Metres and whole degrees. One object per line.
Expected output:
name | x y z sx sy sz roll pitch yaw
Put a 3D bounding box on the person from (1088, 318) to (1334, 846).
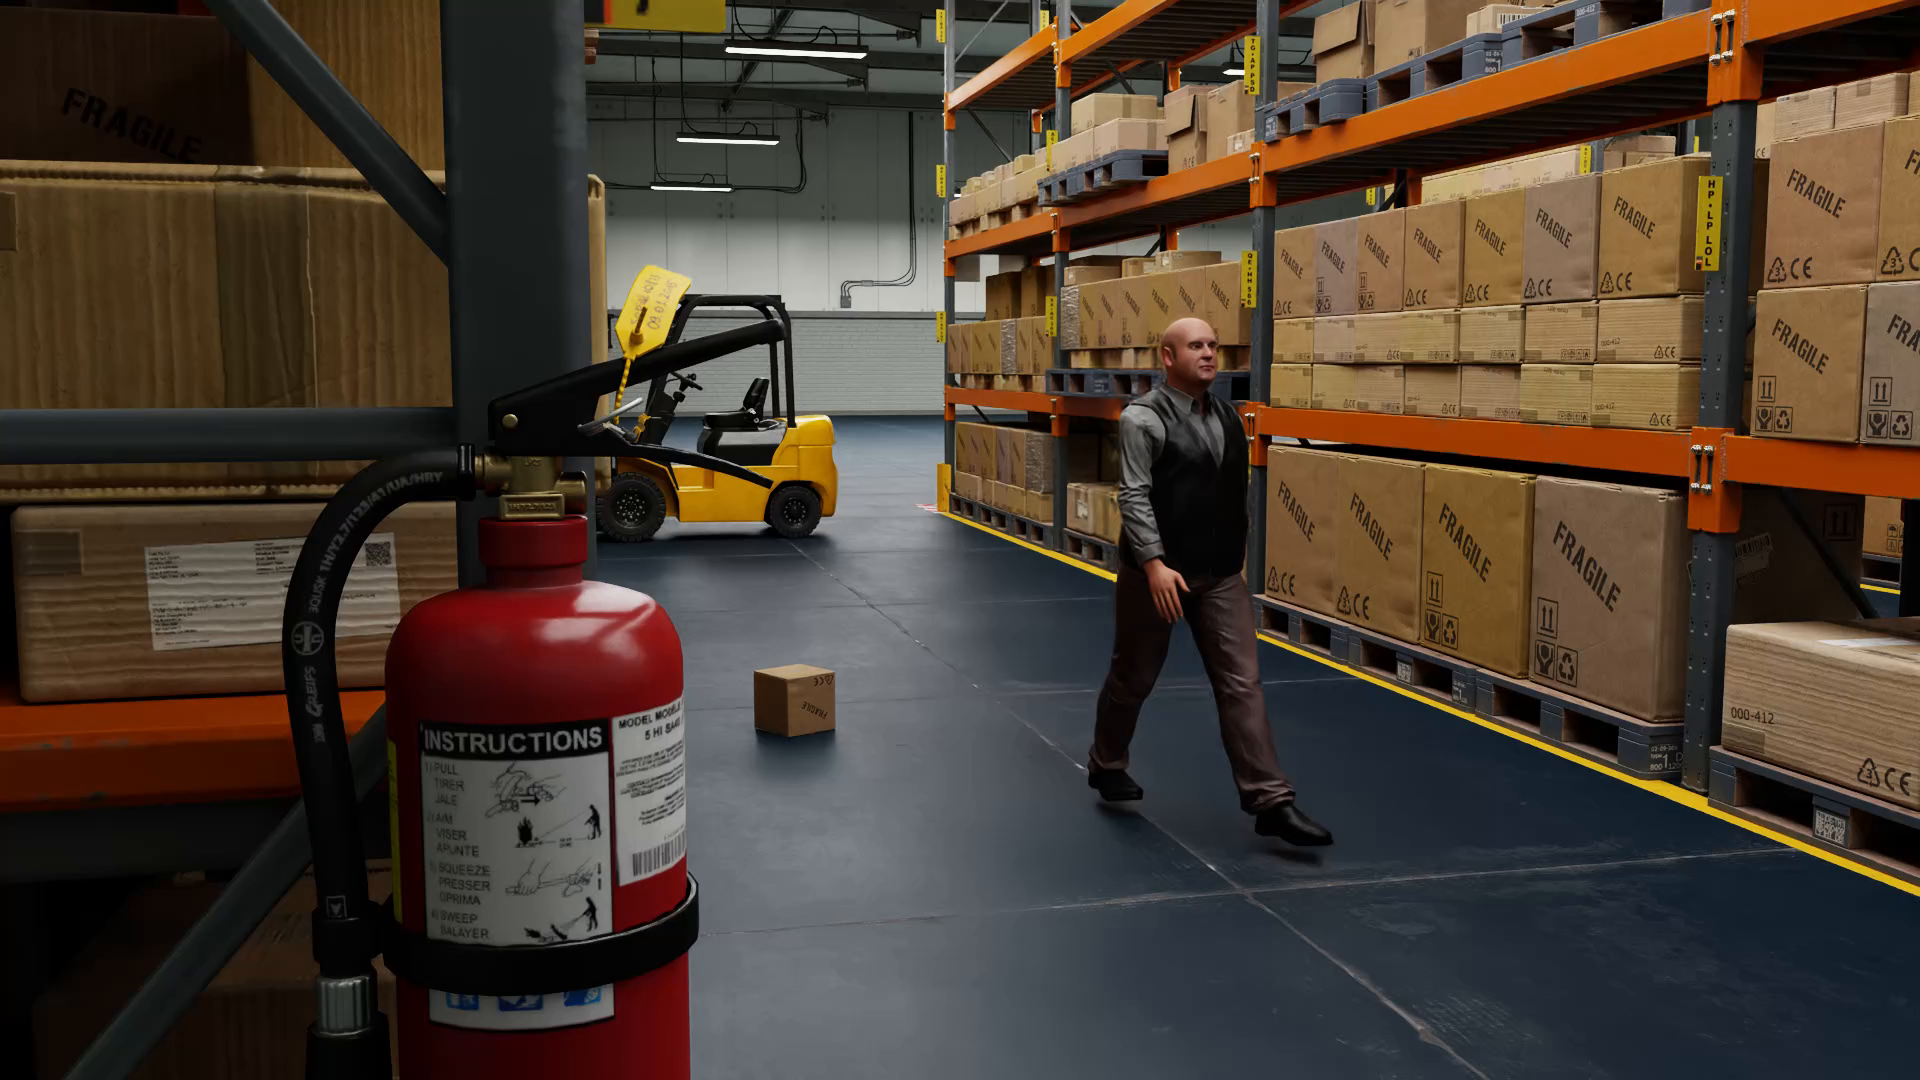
person | 0.780 0.145 5.457 0.589 1.574 1.035 -3 7 -27
